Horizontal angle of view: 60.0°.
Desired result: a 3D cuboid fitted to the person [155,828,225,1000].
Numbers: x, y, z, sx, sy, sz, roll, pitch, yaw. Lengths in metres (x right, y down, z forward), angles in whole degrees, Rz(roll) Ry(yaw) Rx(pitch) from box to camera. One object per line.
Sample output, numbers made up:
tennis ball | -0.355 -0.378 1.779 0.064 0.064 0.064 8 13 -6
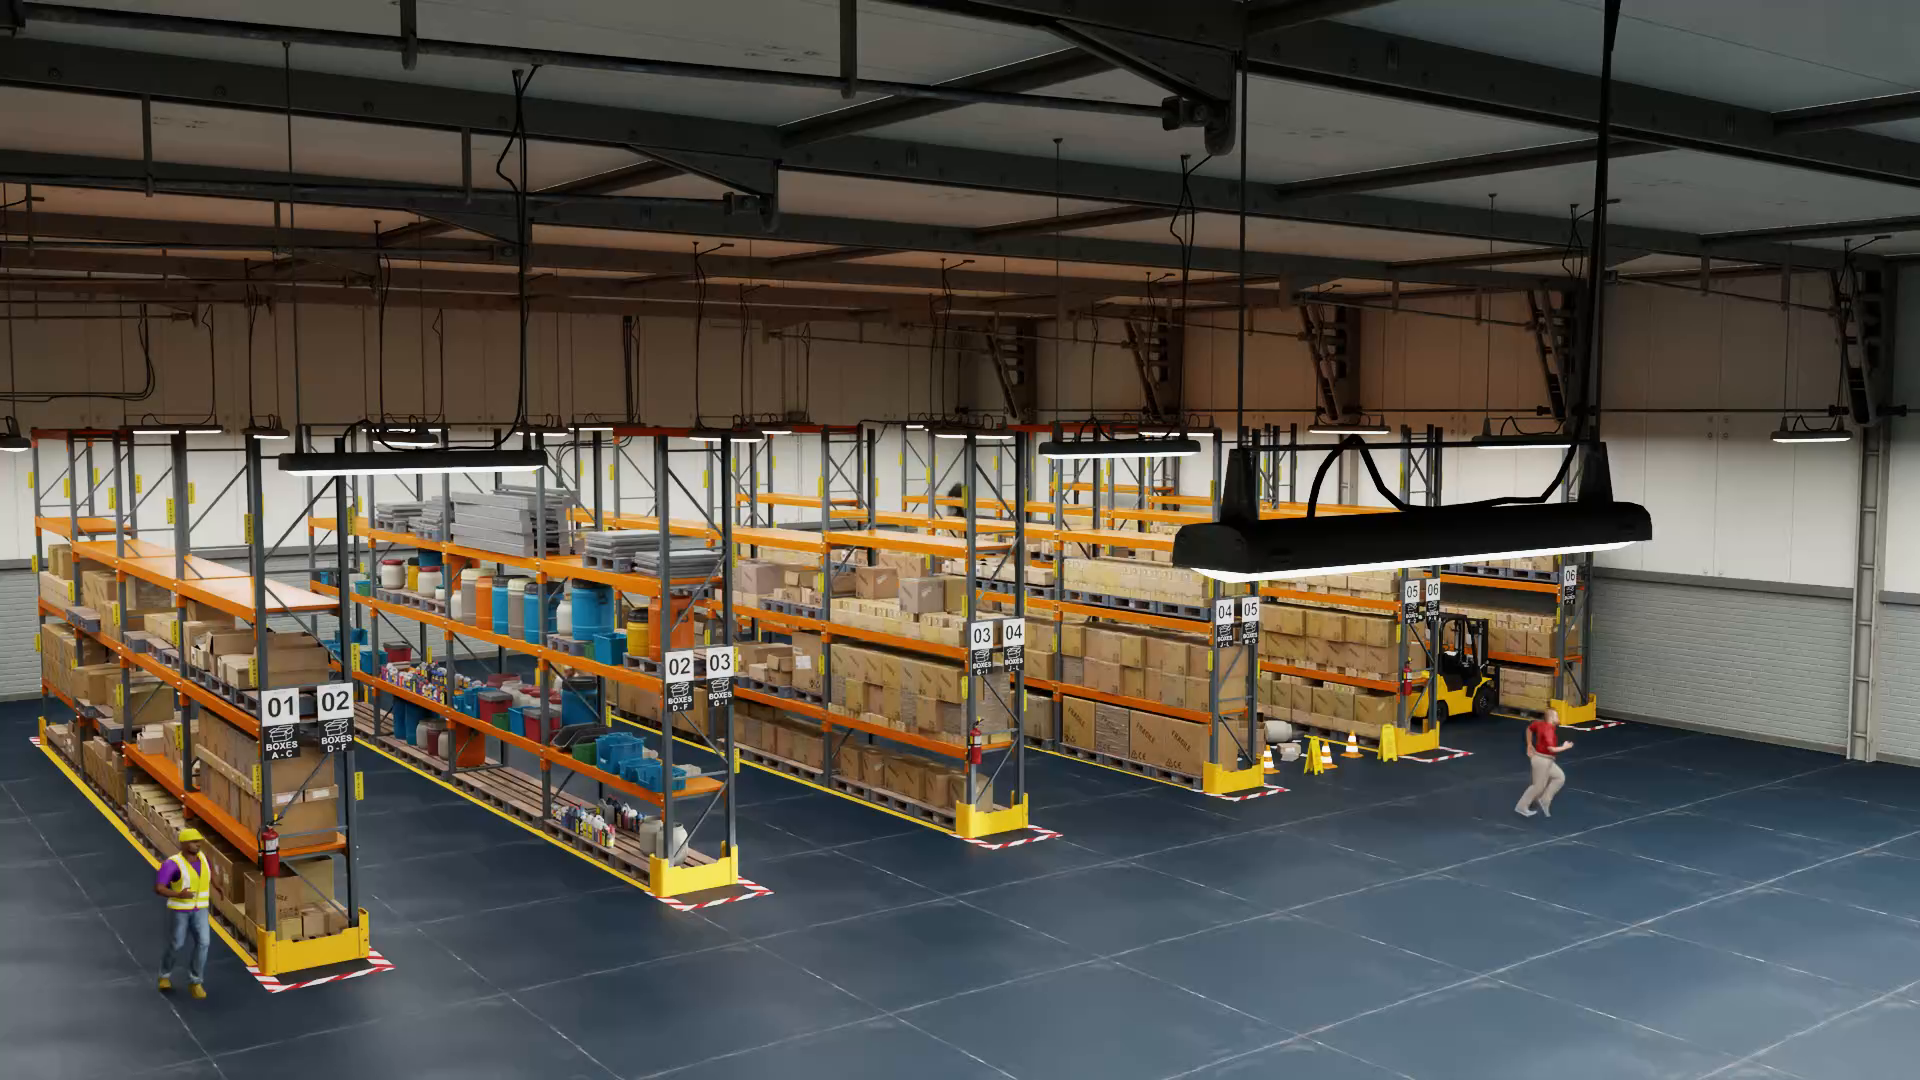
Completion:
person | -8.353 4.034 18.099 0.717 1.791 0.766 3 5 35

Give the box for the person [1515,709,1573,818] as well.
person | 9.034 3.457 25.722 0.827 1.717 0.694 1 5 13

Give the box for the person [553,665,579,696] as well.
person | -7.168 3.069 30.541 0.667 1.707 0.742 -4 6 -40
